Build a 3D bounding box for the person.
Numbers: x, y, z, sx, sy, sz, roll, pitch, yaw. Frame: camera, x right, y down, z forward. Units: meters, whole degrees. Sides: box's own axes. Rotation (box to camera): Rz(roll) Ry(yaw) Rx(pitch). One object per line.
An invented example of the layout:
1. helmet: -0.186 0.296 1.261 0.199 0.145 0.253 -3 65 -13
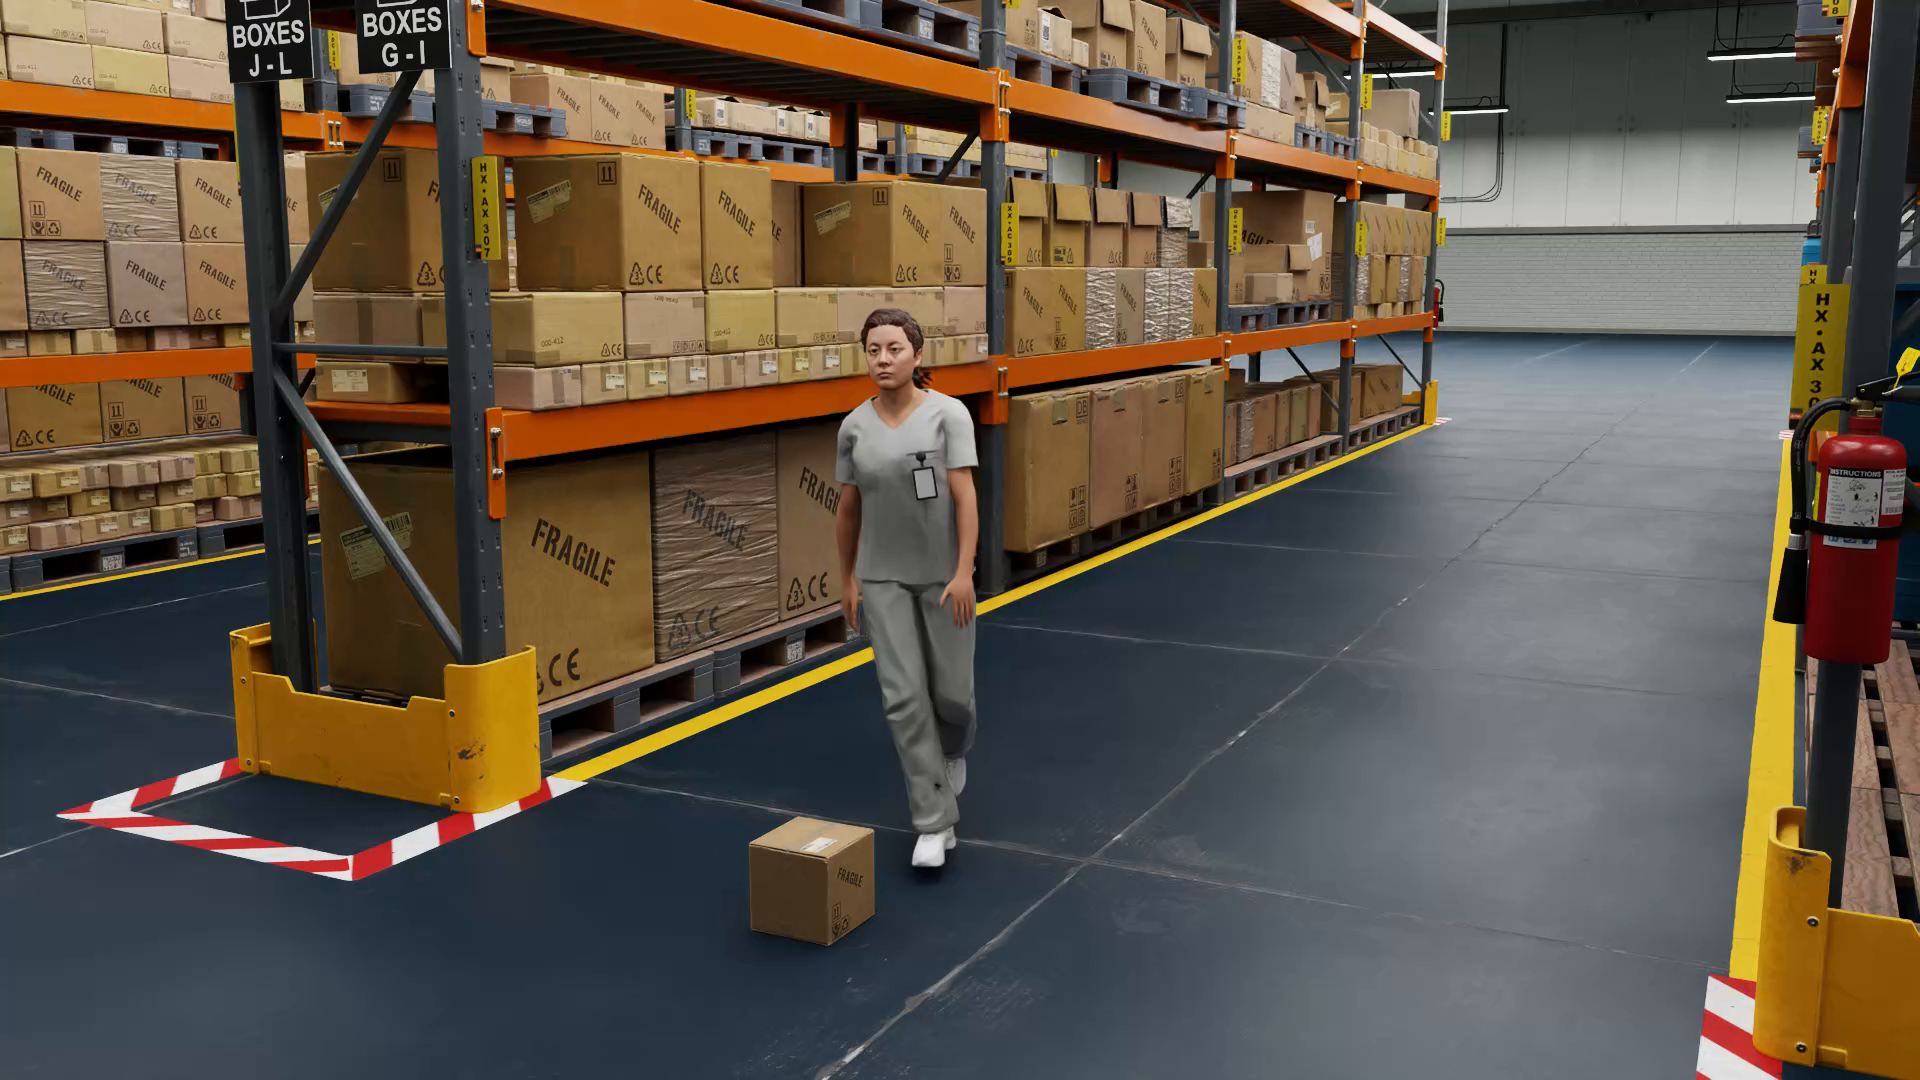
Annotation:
1. person: -0.156 0.116 5.108 0.455 1.644 0.737 1 9 6
